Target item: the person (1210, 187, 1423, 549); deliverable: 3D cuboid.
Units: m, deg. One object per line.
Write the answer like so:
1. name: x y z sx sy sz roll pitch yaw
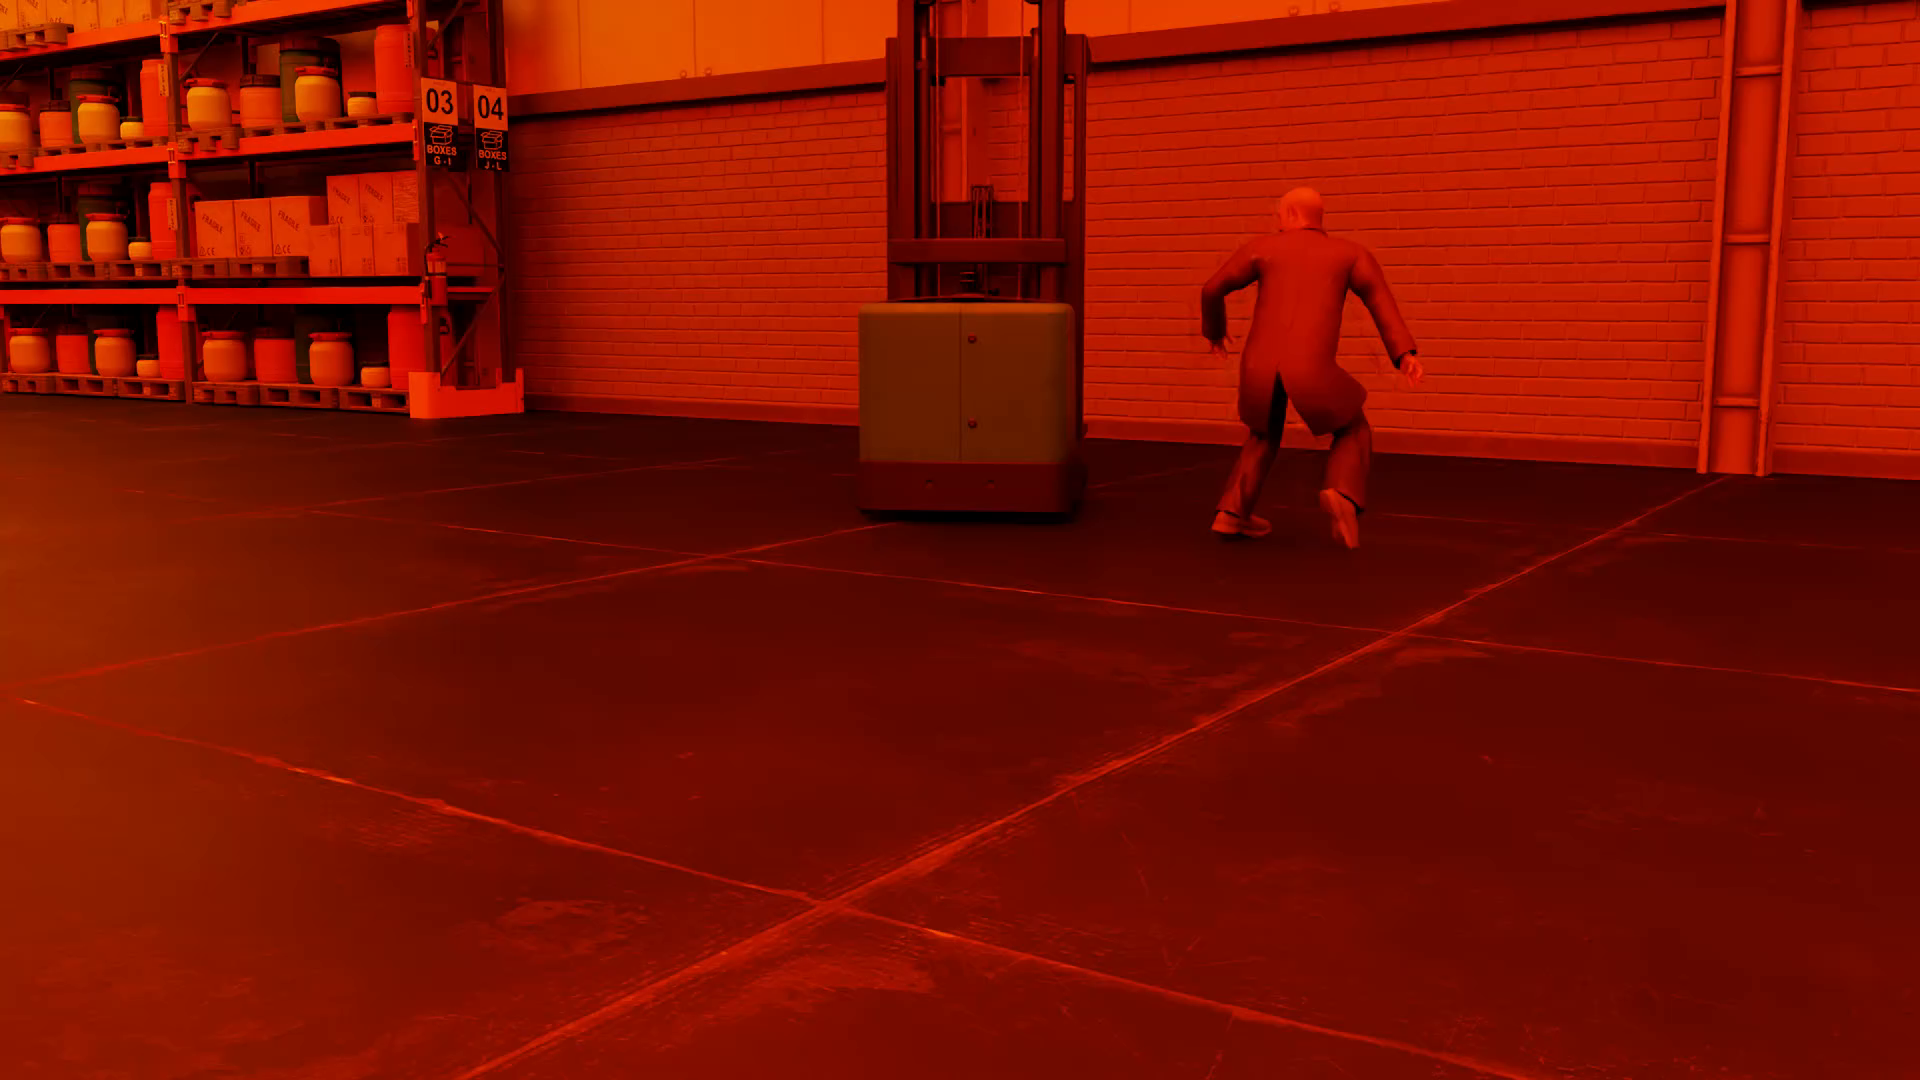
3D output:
1. person: 1.581 -0.749 7.487 1.034 1.670 0.509 4 9 24

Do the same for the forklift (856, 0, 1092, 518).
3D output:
1. forklift: 0.170 -1.699 9.370 1.129 2.867 3.031 1 8 6
